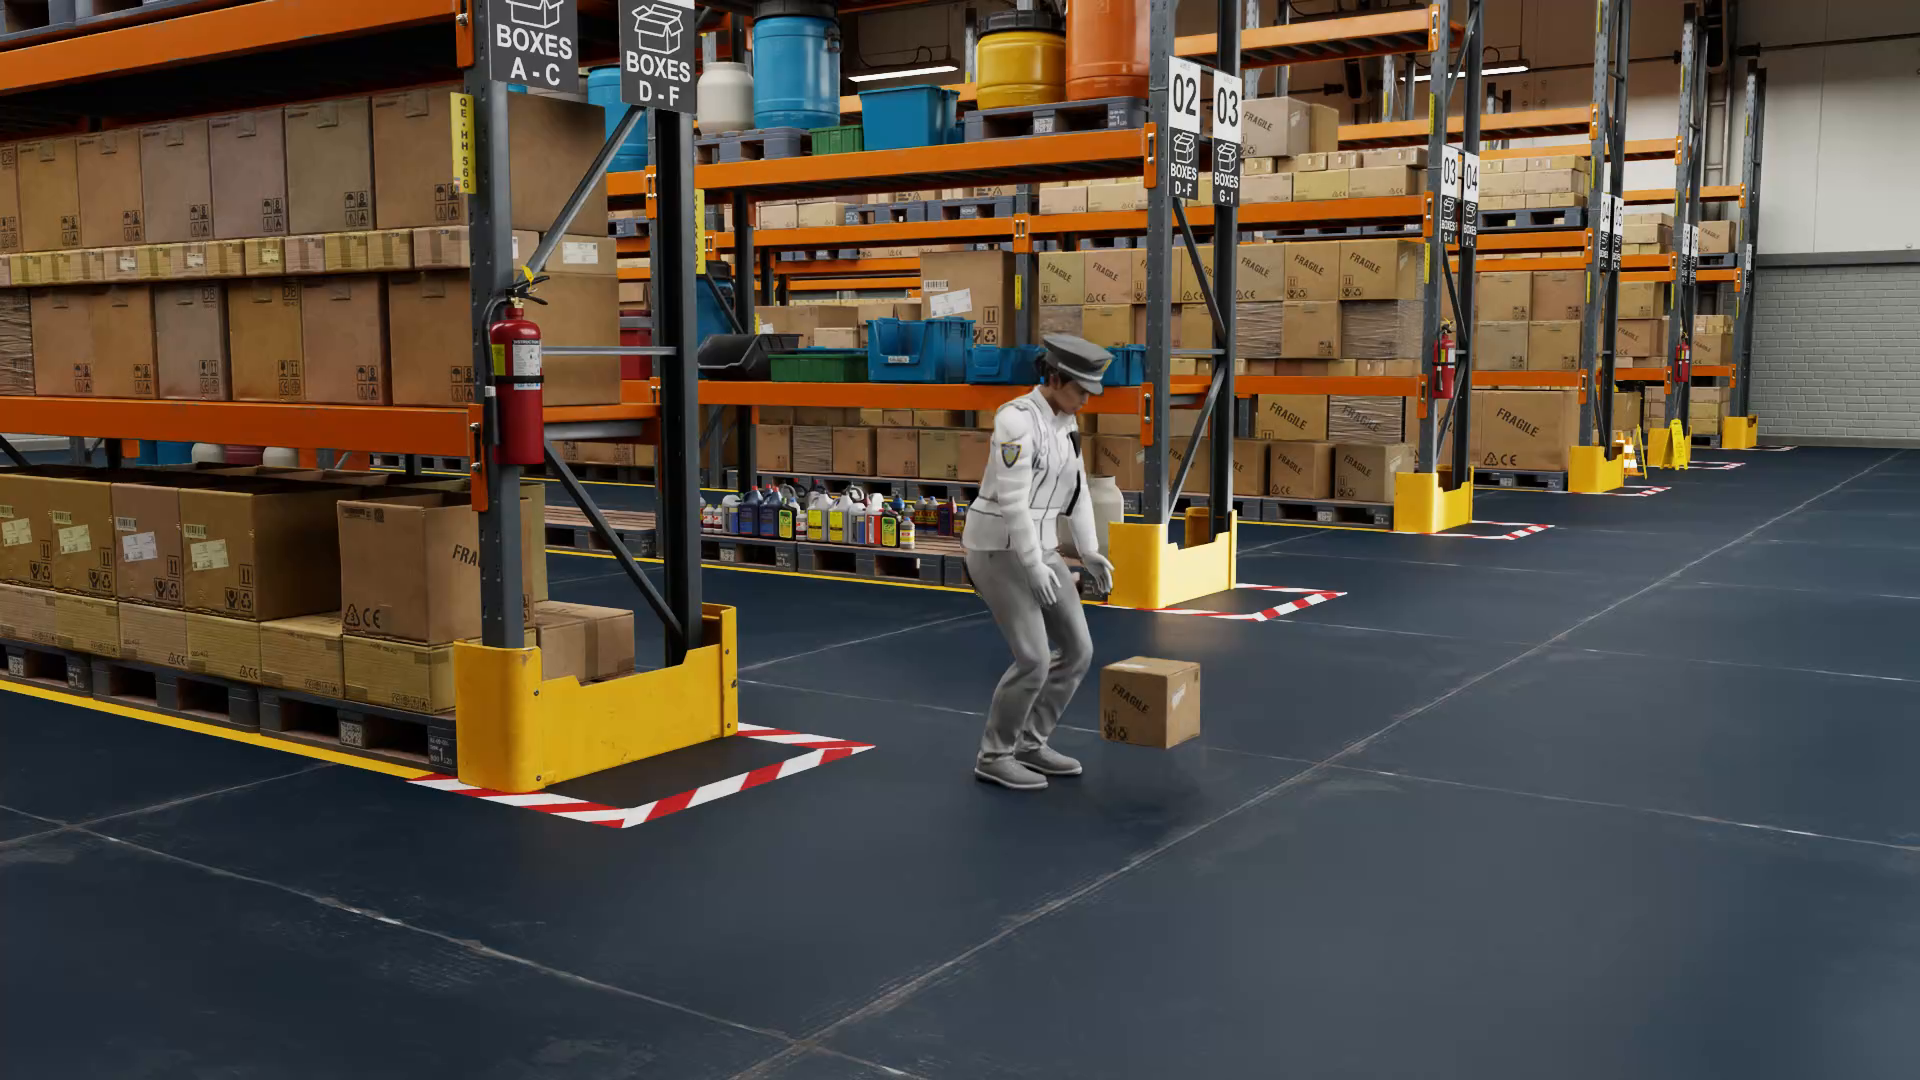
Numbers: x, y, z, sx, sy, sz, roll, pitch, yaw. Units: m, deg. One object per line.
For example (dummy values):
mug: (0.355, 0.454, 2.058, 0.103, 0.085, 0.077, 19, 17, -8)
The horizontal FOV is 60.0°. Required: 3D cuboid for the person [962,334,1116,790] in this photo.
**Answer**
person: (0.291, 0.067, 5.859, 0.526, 1.576, 0.516, 4, 8, 35)
